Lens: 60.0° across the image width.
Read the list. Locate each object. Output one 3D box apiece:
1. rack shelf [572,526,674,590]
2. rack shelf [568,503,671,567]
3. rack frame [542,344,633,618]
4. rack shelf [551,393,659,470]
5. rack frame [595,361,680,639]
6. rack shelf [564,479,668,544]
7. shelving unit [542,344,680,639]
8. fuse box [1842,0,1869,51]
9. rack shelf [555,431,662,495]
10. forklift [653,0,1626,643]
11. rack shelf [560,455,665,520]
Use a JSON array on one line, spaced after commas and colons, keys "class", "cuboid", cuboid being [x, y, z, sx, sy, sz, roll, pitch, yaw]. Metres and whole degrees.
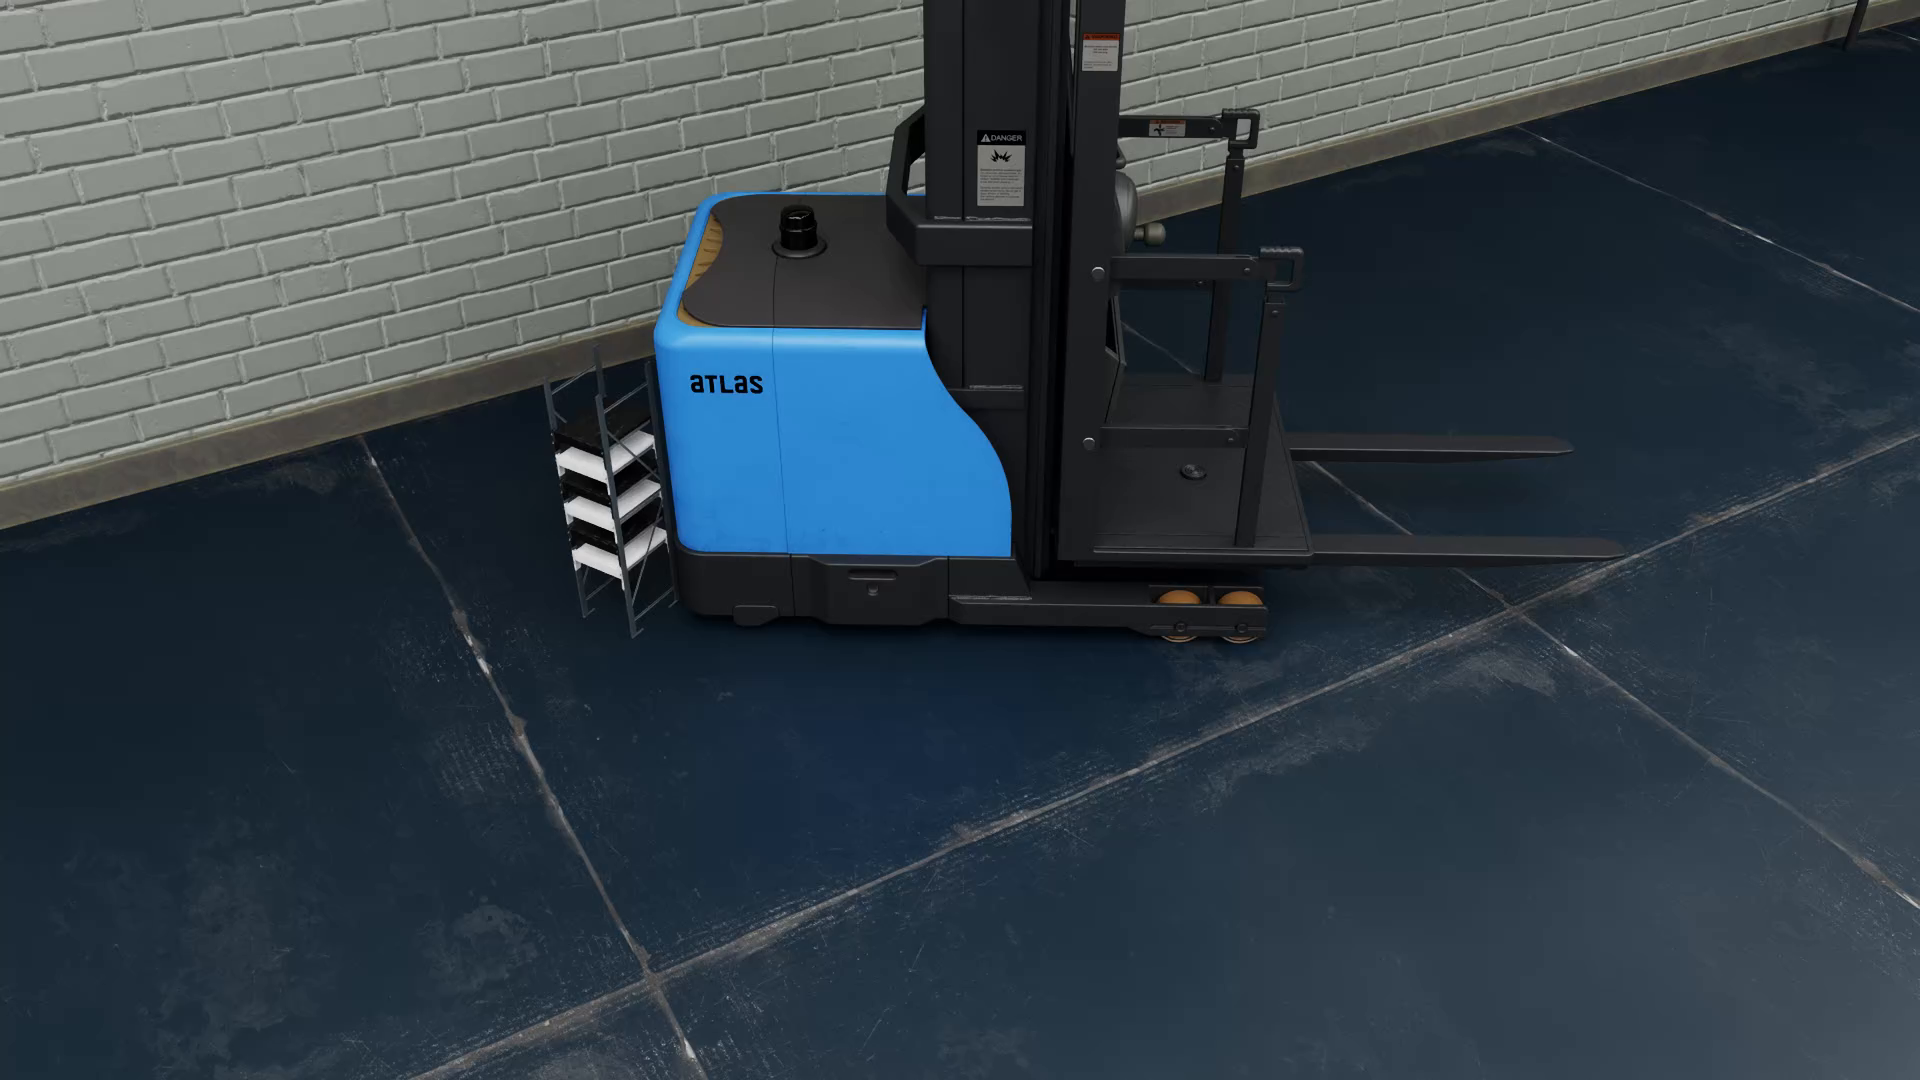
[{"class": "rack shelf", "cuboid": [-1.073, 0.033, 5.304, 0.200, 0.077, 0.258, 20, 40, 25]}, {"class": "rack shelf", "cuboid": [-1.073, -0.040, 5.251, 0.200, 0.077, 0.258, 20, 40, 25]}, {"class": "rack frame", "cuboid": [-1.160, -0.170, 5.220, 0.006, 0.900, 0.240, 20, 40, 25]}, {"class": "rack shelf", "cuboid": [-1.073, -0.330, 5.038, 0.200, 0.077, 0.258, 20, 40, 25]}, {"class": "rack frame", "cuboid": [-0.986, -0.108, 5.135, 0.006, 0.900, 0.240, 20, 40, 25]}, {"class": "rack shelf", "cuboid": [-1.073, -0.112, 5.197, 0.200, 0.077, 0.258, 20, 40, 25]}, {"class": "shelving unit", "cuboid": [-1.073, -0.139, 5.178, 0.210, 0.900, 0.258, 20, 40, 25]}, {"class": "fuse box", "cuboid": [5.184, -3.528, 9.129, 0.539, 1.711, 0.414, -19, 40, -24]}, {"class": "rack shelf", "cuboid": [-1.073, -0.258, 5.091, 0.200, 0.077, 0.258, 20, 40, 25]}, {"class": "forklift", "cuboid": [0.623, -1.174, 4.873, 3.031, 2.935, 1.130, 1, 36, 1]}, {"class": "rack shelf", "cuboid": [-1.073, -0.185, 5.144, 0.200, 0.077, 0.258, 20, 40, 25]}]
